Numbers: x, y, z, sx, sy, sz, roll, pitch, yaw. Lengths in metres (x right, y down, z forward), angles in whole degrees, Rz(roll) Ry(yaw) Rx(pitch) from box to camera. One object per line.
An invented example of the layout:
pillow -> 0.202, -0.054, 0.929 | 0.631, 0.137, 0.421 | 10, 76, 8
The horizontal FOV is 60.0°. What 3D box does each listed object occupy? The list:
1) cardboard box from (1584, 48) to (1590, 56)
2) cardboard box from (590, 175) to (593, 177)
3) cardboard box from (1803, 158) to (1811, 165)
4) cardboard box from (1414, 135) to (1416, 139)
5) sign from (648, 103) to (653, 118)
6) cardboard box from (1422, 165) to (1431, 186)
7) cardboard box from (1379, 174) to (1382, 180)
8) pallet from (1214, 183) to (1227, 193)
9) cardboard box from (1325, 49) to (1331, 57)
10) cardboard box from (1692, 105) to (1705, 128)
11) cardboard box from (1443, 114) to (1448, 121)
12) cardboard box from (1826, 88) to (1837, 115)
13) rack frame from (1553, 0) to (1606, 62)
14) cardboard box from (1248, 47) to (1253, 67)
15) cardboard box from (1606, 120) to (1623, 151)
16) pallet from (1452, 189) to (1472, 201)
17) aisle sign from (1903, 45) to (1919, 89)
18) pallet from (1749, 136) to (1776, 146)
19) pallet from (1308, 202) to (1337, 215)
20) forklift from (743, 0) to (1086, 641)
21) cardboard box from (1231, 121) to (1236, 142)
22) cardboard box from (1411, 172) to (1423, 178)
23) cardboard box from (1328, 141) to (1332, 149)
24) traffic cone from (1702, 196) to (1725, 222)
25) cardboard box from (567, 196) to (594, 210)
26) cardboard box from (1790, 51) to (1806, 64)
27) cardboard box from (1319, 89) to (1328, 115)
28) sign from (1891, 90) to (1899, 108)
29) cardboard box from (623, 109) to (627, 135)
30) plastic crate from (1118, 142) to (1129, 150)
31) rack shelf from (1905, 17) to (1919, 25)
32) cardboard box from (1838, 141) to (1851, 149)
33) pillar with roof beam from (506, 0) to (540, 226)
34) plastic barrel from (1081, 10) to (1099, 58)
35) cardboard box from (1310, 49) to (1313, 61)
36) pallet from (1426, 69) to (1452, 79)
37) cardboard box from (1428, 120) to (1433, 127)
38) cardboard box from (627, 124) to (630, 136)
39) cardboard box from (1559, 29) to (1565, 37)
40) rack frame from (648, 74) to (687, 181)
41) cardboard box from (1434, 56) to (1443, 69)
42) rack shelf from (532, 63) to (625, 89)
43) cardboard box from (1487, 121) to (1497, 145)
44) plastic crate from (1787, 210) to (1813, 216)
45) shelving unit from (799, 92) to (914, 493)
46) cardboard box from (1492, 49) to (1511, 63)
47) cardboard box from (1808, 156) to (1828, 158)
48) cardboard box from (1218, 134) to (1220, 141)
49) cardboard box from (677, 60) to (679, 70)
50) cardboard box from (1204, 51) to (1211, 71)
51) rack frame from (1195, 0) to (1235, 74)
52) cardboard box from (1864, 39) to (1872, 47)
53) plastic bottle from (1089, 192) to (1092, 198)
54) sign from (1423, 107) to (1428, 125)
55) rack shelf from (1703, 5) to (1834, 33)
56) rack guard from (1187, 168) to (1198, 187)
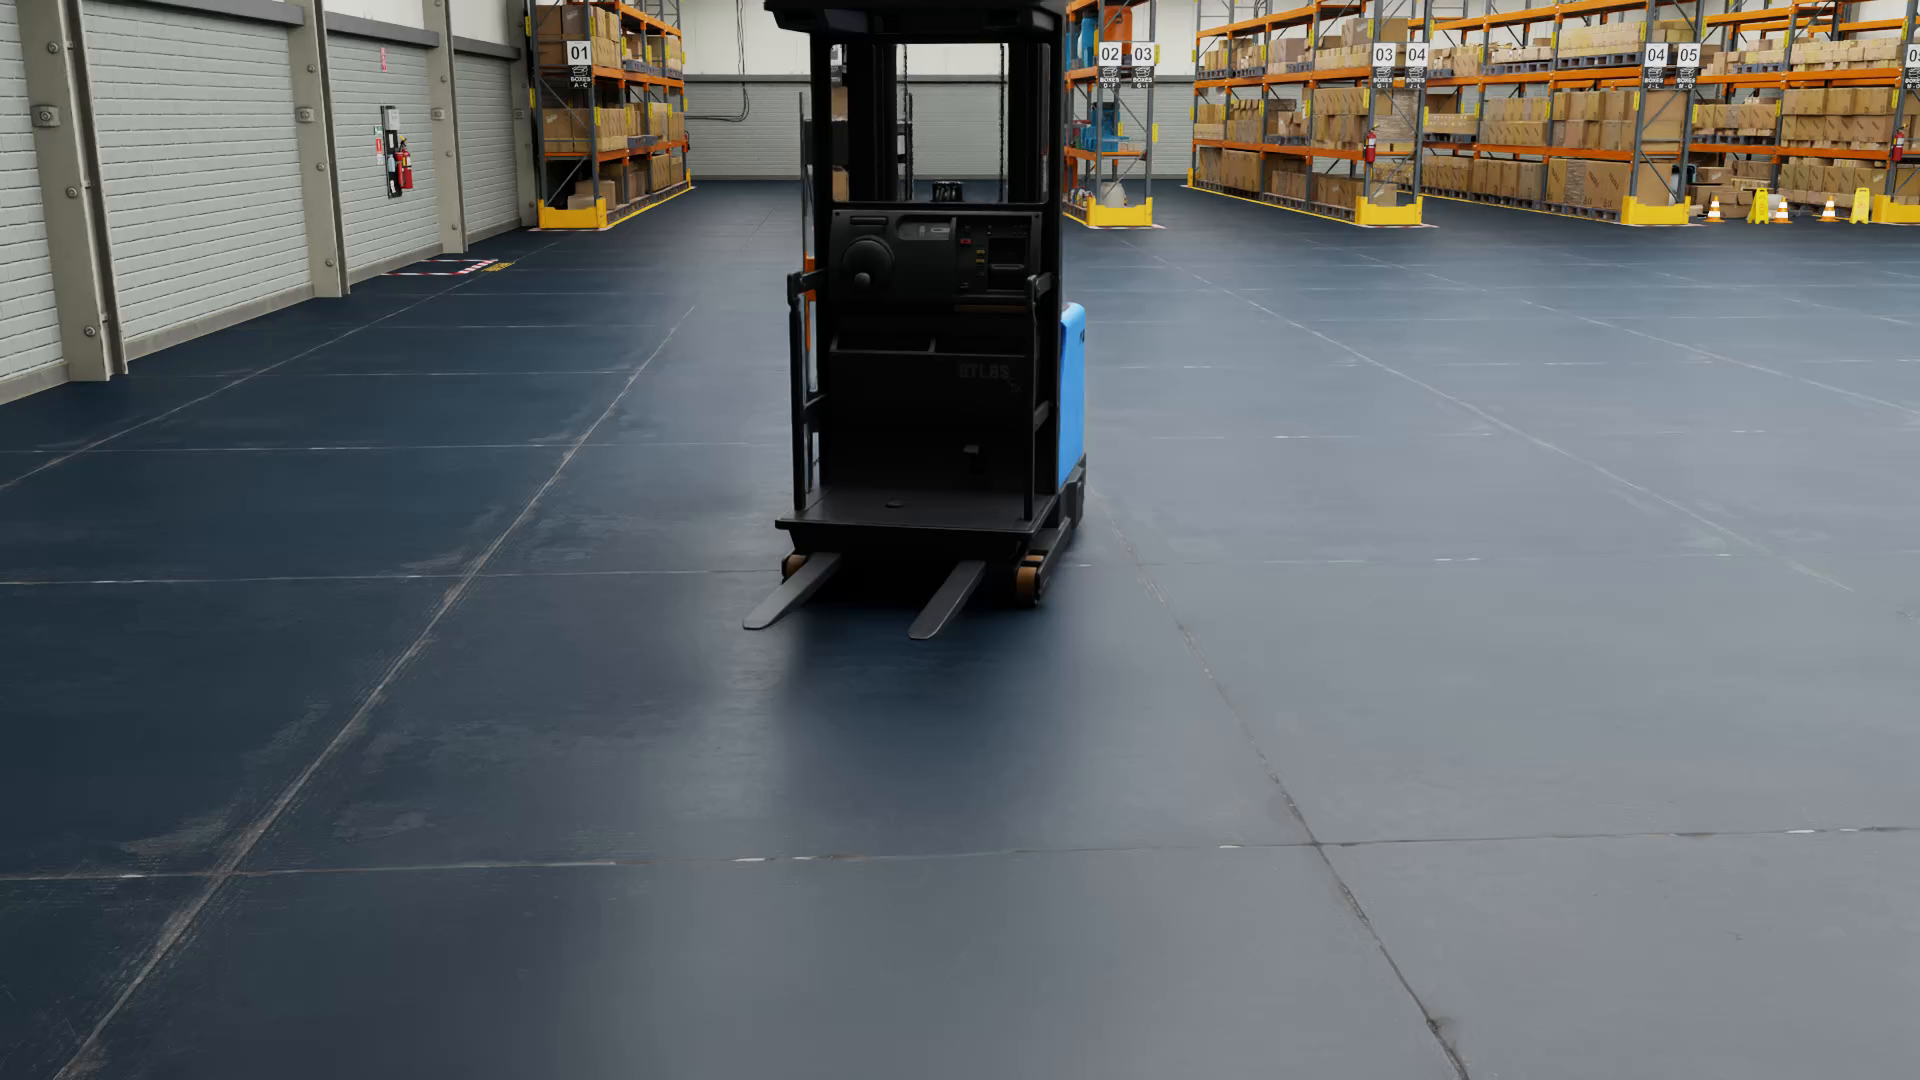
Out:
cardboard box -> 12.373, -9.484, 32.307 | 0.380, 0.149, 0.250 | -1, 14, -3
cardboard box -> -7.323, -7.346, 34.690 | 0.700, 0.500, 0.500 | -1, 14, -5
cardboard box -> 17.292, -7.653, 33.621 | 0.380, 0.149, 0.250 | 0, 14, -1
cardboard box -> 11.738, -10.311, 42.586 | 0.380, 0.149, 0.250 | -1, 14, -5
sign -> -6.886, -9.561, 37.000 | 0.100, 0.325, 0.005 | -1, 14, -3
cardboard box -> 11.895, -9.108, 41.580 | 0.500, 0.500, 0.500 | 0, 14, -1
cardboard box -> 11.677, -9.922, 45.446 | 0.380, 0.149, 0.250 | -1, 14, -4
pallet -> 7.188, -9.091, 42.938 | 1.003, 0.211, 1.213 | -1, 14, -3
cardboard box -> 7.445, -9.616, 32.863 | 0.380, 0.149, 0.250 | -1, 14, -3
cardboard box -> 17.093, -9.690, 38.028 | 0.500, 0.500, 0.500 | -1, 14, -5
cardboard box -> 11.796, -10.115, 39.785 | 0.380, 0.149, 0.250 | 0, 14, -1
cardboard box -> 17.491, -8.598, 32.620 | 0.700, 0.500, 0.500 | -1, 14, -4
rack frame -> 12.609, -11.219, 33.570 | 1.000, 3.000, 0.127 | -1, 14, -3
cardboard box -> 7.257, -11.471, 39.519 | 0.797, 0.503, 0.637 | -1, 14, -4
cardboard box -> 12.733, -7.619, 31.319 | 0.875, 0.550, 0.550 | -1, 14, -3
pallet -> 12.315, -8.152, 39.287 | 1.003, 0.211, 1.213 | -1, 14, -3
aisle sign -> 17.506, -8.659, 30.445 | 0.394, 0.787, 0.004 | -1, 14, -3
pallet -> 17.641, -8.514, 35.484 | 1.003, 0.211, 1.213 | -1, 14, -3
pallet -> 7.730, -6.745, 33.818 | 1.003, 0.211, 1.213 | -1, 14, -3
forklift -> -0.148, -1.245, 6.982 | 1.130, 2.935, 3.031 | 3, 15, 11
cardboard box -> 6.968, -10.057, 40.893 | 0.500, 0.500, 0.500 | -1, 14, -3
cardboard box -> 11.777, -9.343, 42.602 | 0.380, 0.149, 0.250 | -1, 14, -2
cardboard box -> 7.468, -7.772, 32.717 | 0.380, 0.149, 0.250 | -1, 14, -3
traffic cone -> 14.242, -6.244, 31.366 | 0.336, 0.463, 0.334 | -1, 14, -3
cardboard box -> -6.884, -6.122, 30.314 | 0.500, 0.311, 0.500 | -3, 15, -10
cardboard box -> 17.298, -9.825, 33.879 | 0.500, 0.250, 0.500 | -1, 14, -5
cardboard box -> 7.459, -8.699, 33.010 | 0.500, 0.500, 0.500 | -1, 14, -3
sign -> 17.236, -8.130, 30.648 | 0.100, 0.325, 0.005 | -1, 14, -3
cardboard box -> -6.841, -8.220, 32.711 | 0.500, 0.500, 0.500 | -1, 14, -4
plastic crate -> 3.063, -7.658, 32.299 | 0.530, 0.136, 0.437 | -1, 14, -3
rack shelf -> 22.374, -11.353, 36.339 | 1.077, 0.370, 4.000 | -1, 14, -3
cardboard box -> 17.406, -7.705, 32.458 | 0.380, 0.149, 0.250 | -1, 14, -4
pillar with roof beam -> -3.541, -10.170, 29.495 | 9.100, 9.000, 0.400 | -1, 14, -3
plastic barrel -> 2.664, -9.835, 32.364 | 0.600, 0.901, 0.708 | -1, 14, -3
cardboard box -> 7.495, -10.085, 34.611 | 0.396, 0.266, 0.258 | 0, 14, -1
pallet -> 12.046, -11.510, 41.097 | 1.213, 0.211, 1.003 | -1, 14, -3
cardboard box -> 11.730, -10.231, 40.833 | 0.380, 0.149, 0.250 | -2, 15, -6
cardboard box -> -7.204, -8.560, 34.194 | 0.700, 0.500, 0.500 | 1, 14, 2
cardboard box -> 12.293, -10.187, 33.439 | 0.380, 0.149, 0.250 | -1, 14, -3
rack frame -> -7.922, -11.017, 44.825 | 1.000, 3.000, 0.127 | -1, 14, -3
cardboard box -> 11.959, -11.694, 40.772 | 0.500, 0.311, 0.500 | -1, 14, -4
rack shelf -> -7.055, -8.640, 31.009 | 1.077, 0.370, 4.000 | -1, 14, -3
cardboard box -> 12.154, -9.114, 37.230 | 0.500, 0.500, 0.500 | -1, 14, -4
plastic crate -> 16.822, -6.598, 33.509 | 0.402, 0.080, 0.583 | -6, 16, -23
shelving unit -> -0.535, -1.305, 8.883 | 0.503, 2.100, 0.431 | 3, 15, 11
cardboard box -> 12.187, -10.786, 37.044 | 0.500, 0.311, 0.500 | -1, 14, -3
cardboard box -> 21.822, -9.776, 42.277 | 0.380, 0.149, 0.250 | -2, 15, -6
cardboard box -> 6.795, -10.265, 42.406 | 0.380, 0.149, 0.250 | -1, 14, -2
cardboard box -> -7.579, -12.341, 43.211 | 0.500, 0.250, 0.500 | -1, 14, -6
cardboard box -> 6.909, -12.729, 44.215 | 0.700, 0.500, 0.500 | -1, 14, -5
rack frame -> 6.909, -14.152, 44.969 | 1.000, 3.000, 0.127 | -1, 14, -3
cardboard box -> 17.492, -9.470, 31.696 | 0.380, 0.149, 0.250 | -1, 14, -3
plastic bottle -> 2.524, -6.603, 32.239 | 0.061, 0.283, 0.133 | -1, 14, -3
sign -> 8.442, -7.695, 30.176 | 0.100, 0.325, 0.005 | -1, 14, -3
rack shelf -> 17.420, -11.276, 36.038 | 1.077, 0.370, 4.000 | -1, 14, -3
rack guard -> 6.908, -10.042, 46.052 | 1.175, 0.500, 0.348 | -1, 14, -3
